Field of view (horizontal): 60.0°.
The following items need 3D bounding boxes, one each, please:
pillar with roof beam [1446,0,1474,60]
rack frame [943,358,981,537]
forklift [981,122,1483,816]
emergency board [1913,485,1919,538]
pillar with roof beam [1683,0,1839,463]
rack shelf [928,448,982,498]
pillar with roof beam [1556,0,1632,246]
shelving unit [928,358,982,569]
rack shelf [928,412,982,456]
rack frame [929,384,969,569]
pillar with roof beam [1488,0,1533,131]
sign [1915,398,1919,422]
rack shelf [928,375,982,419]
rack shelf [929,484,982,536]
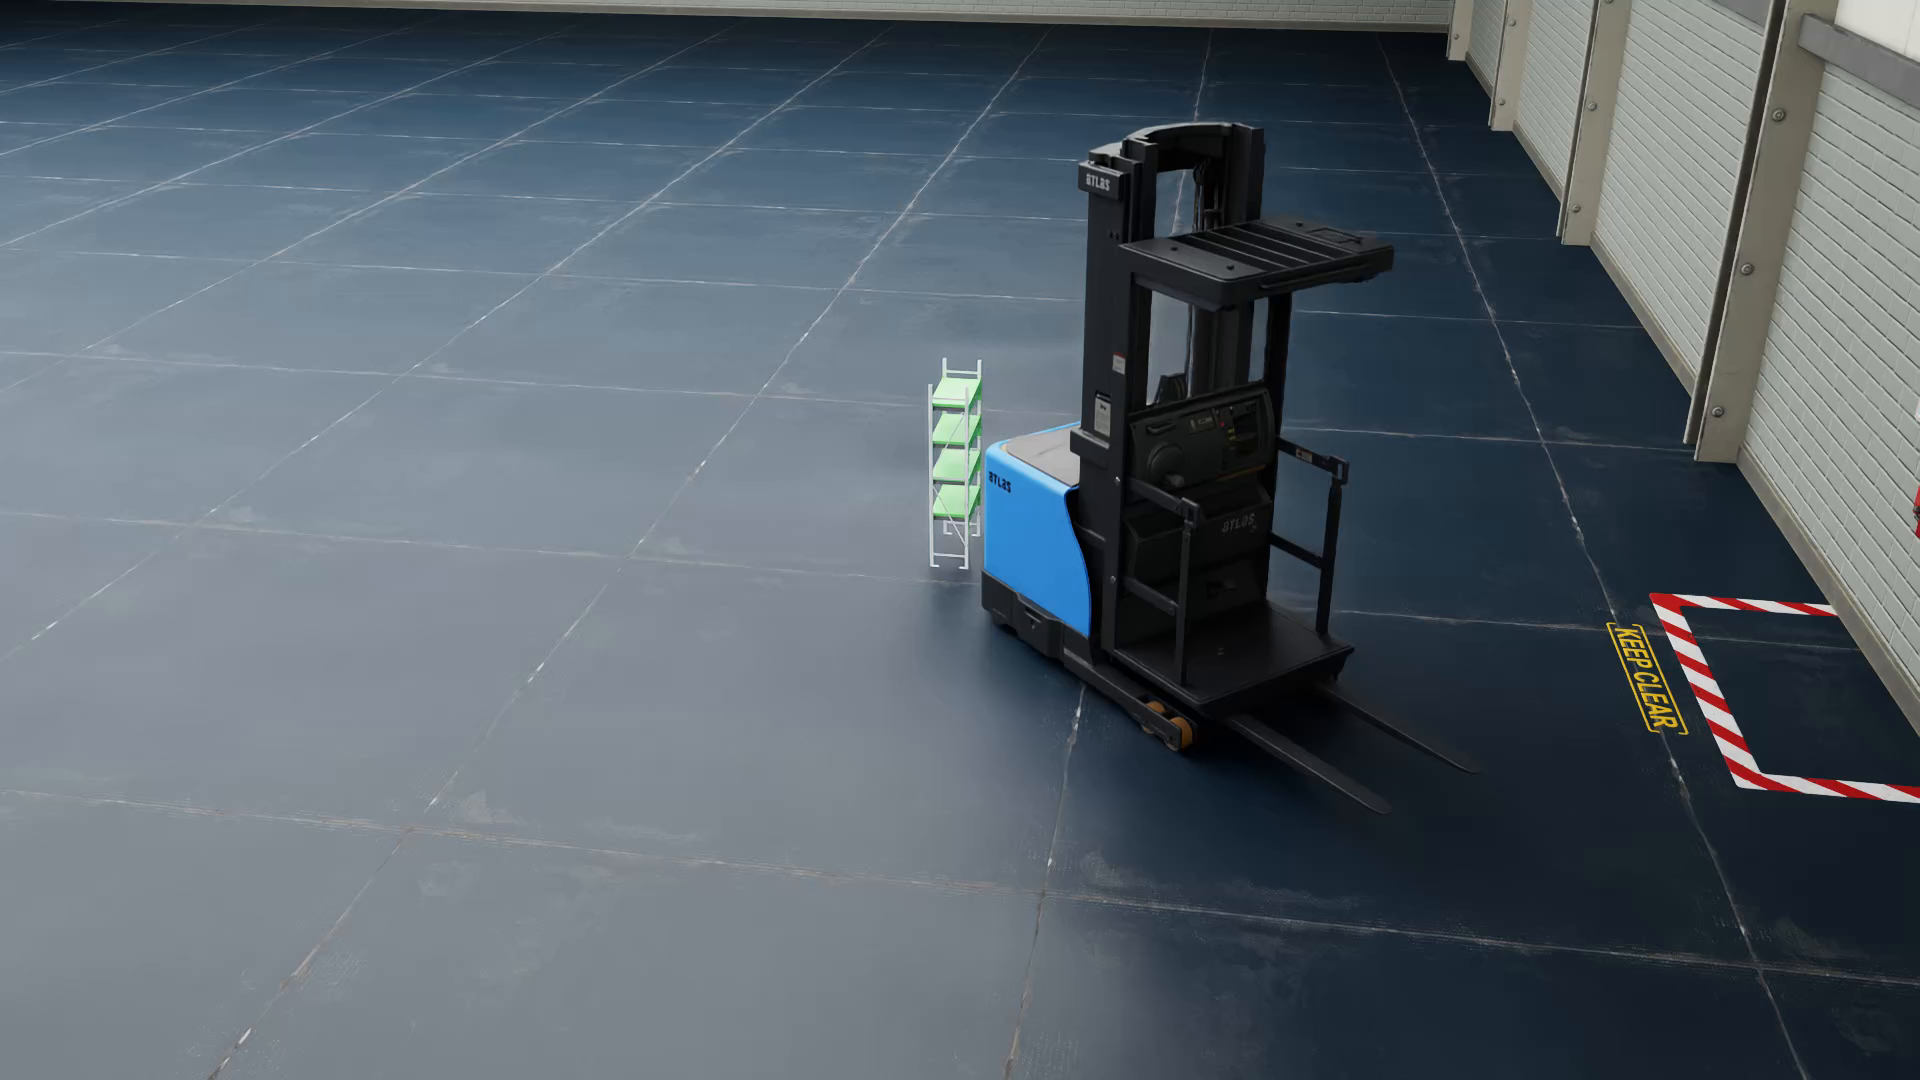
[{"bbox_3d":[4.173,-12.544,26.934,9.100,9.000,0.400,4,25,9],"label":"pillar with roof beam"},{"bbox_3d":[0.013,-0.576,10.566,0.240,1.200,0.015,4,25,9],"label":"rack frame"},{"bbox_3d":[1.364,-0.487,8.334,1.130,2.935,3.031,-16,29,-30],"label":"forklift"},{"bbox_3d":[4.940,-0.522,8.327,0.194,1.169,0.643,4,25,9],"label":"emergency board"},{"bbox_3d":[1.232,-5.016,10.851,9.100,9.000,0.400,4,25,9],"label":"pillar with roof beam"},{"bbox_3d":[-0.027,-0.416,10.375,0.258,0.148,0.480,4,25,9],"label":"rack shelf"},{"bbox_3d":[2.212,-7.525,16.212,9.100,9.000,0.400,4,25,9],"label":"pillar with roof beam"},{"bbox_3d":[-0.027,-0.474,10.348,0.258,1.200,0.503,4,25,9],"label":"shelving unit"},{"bbox_3d":[-0.027,-0.634,10.273,0.258,0.148,0.480,4,25,9],"label":"rack shelf"},{"bbox_3d":[-0.067,-0.372,10.130,0.240,1.200,0.015,4,25,9],"label":"rack frame"},{"bbox_3d":[3.193,-10.035,21.573,9.100,9.000,0.400,4,25,9],"label":"pillar with roof beam"},{"bbox_3d":[5.132,-0.762,8.798,0.001,0.329,0.234,4,25,9],"label":"sign"},{"bbox_3d":[-0.027,-0.851,10.171,0.258,0.148,0.480,4,25,9],"label":"rack shelf"},{"bbox_3d":[-0.027,-0.199,10.477,0.258,0.148,0.480,4,25,9],"label":"rack shelf"}]
